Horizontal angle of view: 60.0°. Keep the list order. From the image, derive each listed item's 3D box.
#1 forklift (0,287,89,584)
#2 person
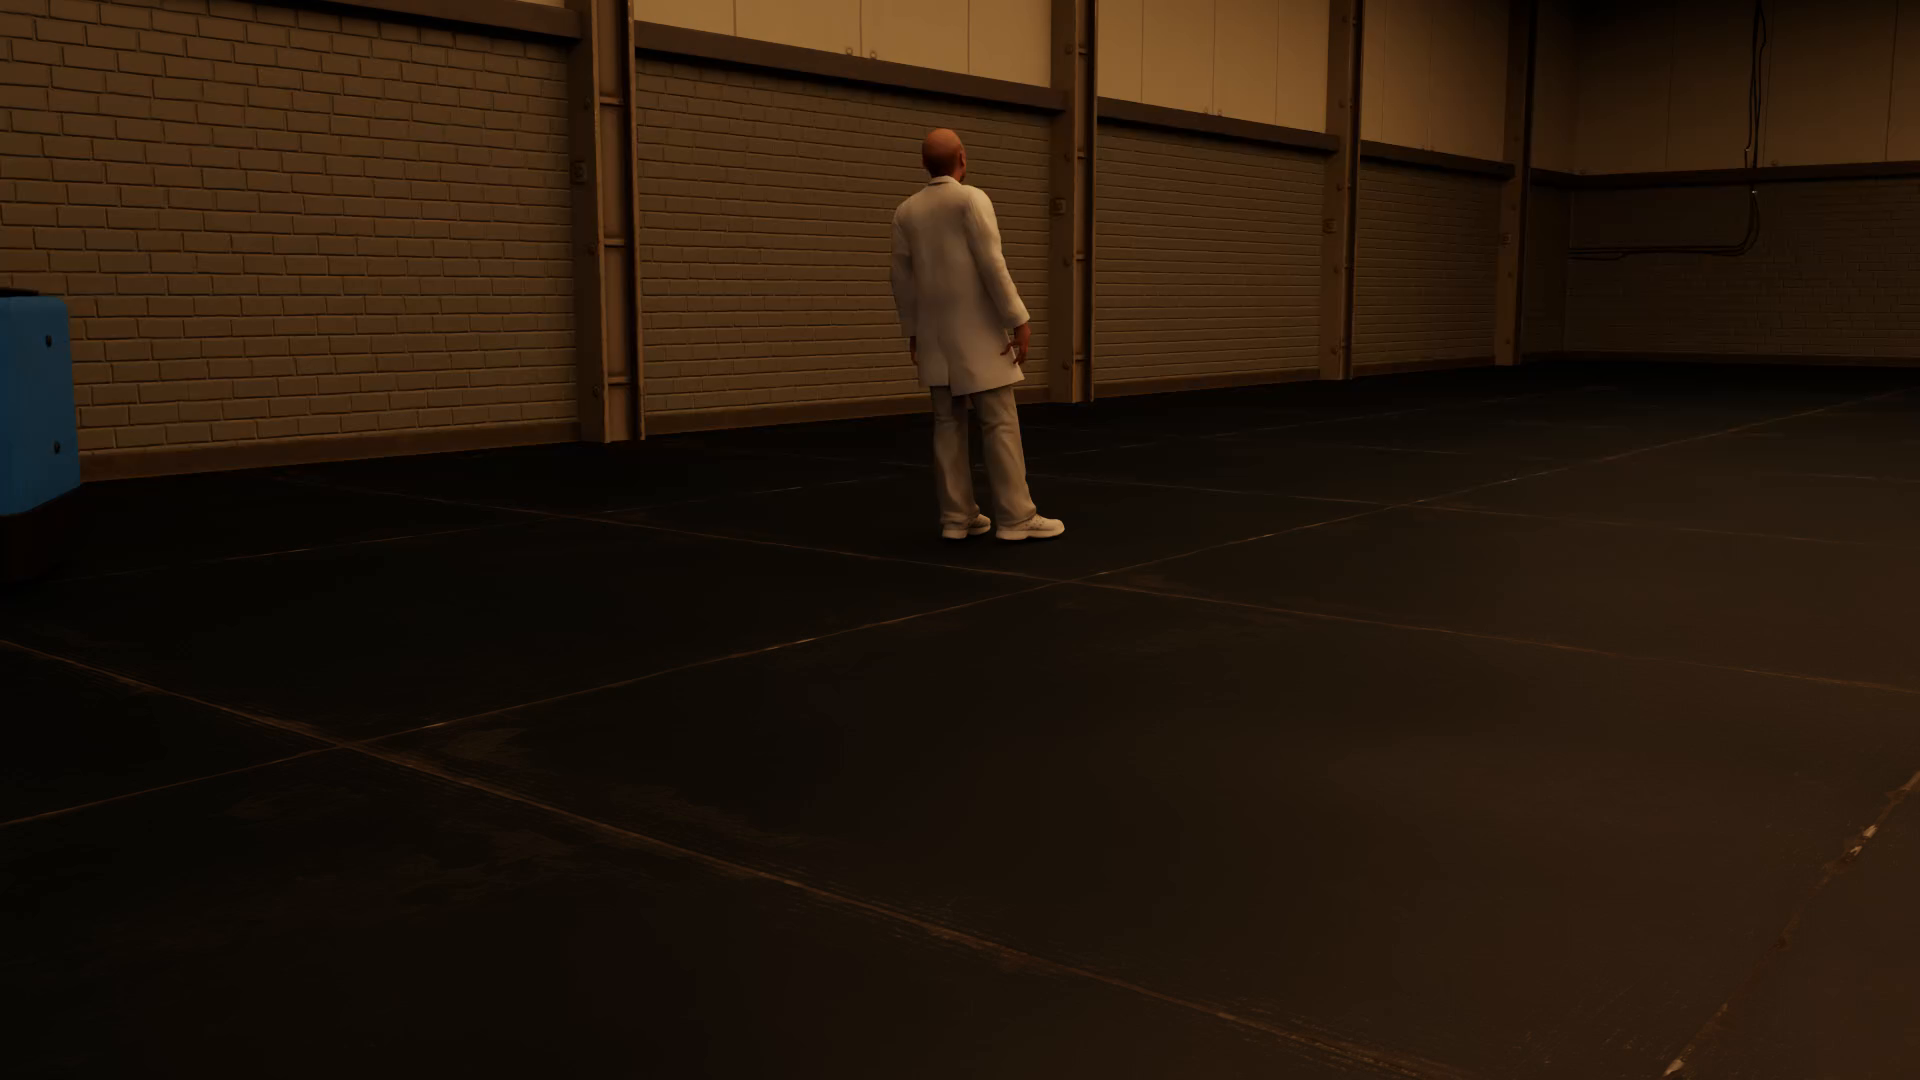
[{"bbox_3d":[-4.894,-1.242,5.767,3.031,2.935,1.130,-2,9,-16],"label":"forklift"},{"bbox_3d":[0.060,-0.896,7.342,0.696,1.775,0.581,7,11,38],"label":"person"}]
